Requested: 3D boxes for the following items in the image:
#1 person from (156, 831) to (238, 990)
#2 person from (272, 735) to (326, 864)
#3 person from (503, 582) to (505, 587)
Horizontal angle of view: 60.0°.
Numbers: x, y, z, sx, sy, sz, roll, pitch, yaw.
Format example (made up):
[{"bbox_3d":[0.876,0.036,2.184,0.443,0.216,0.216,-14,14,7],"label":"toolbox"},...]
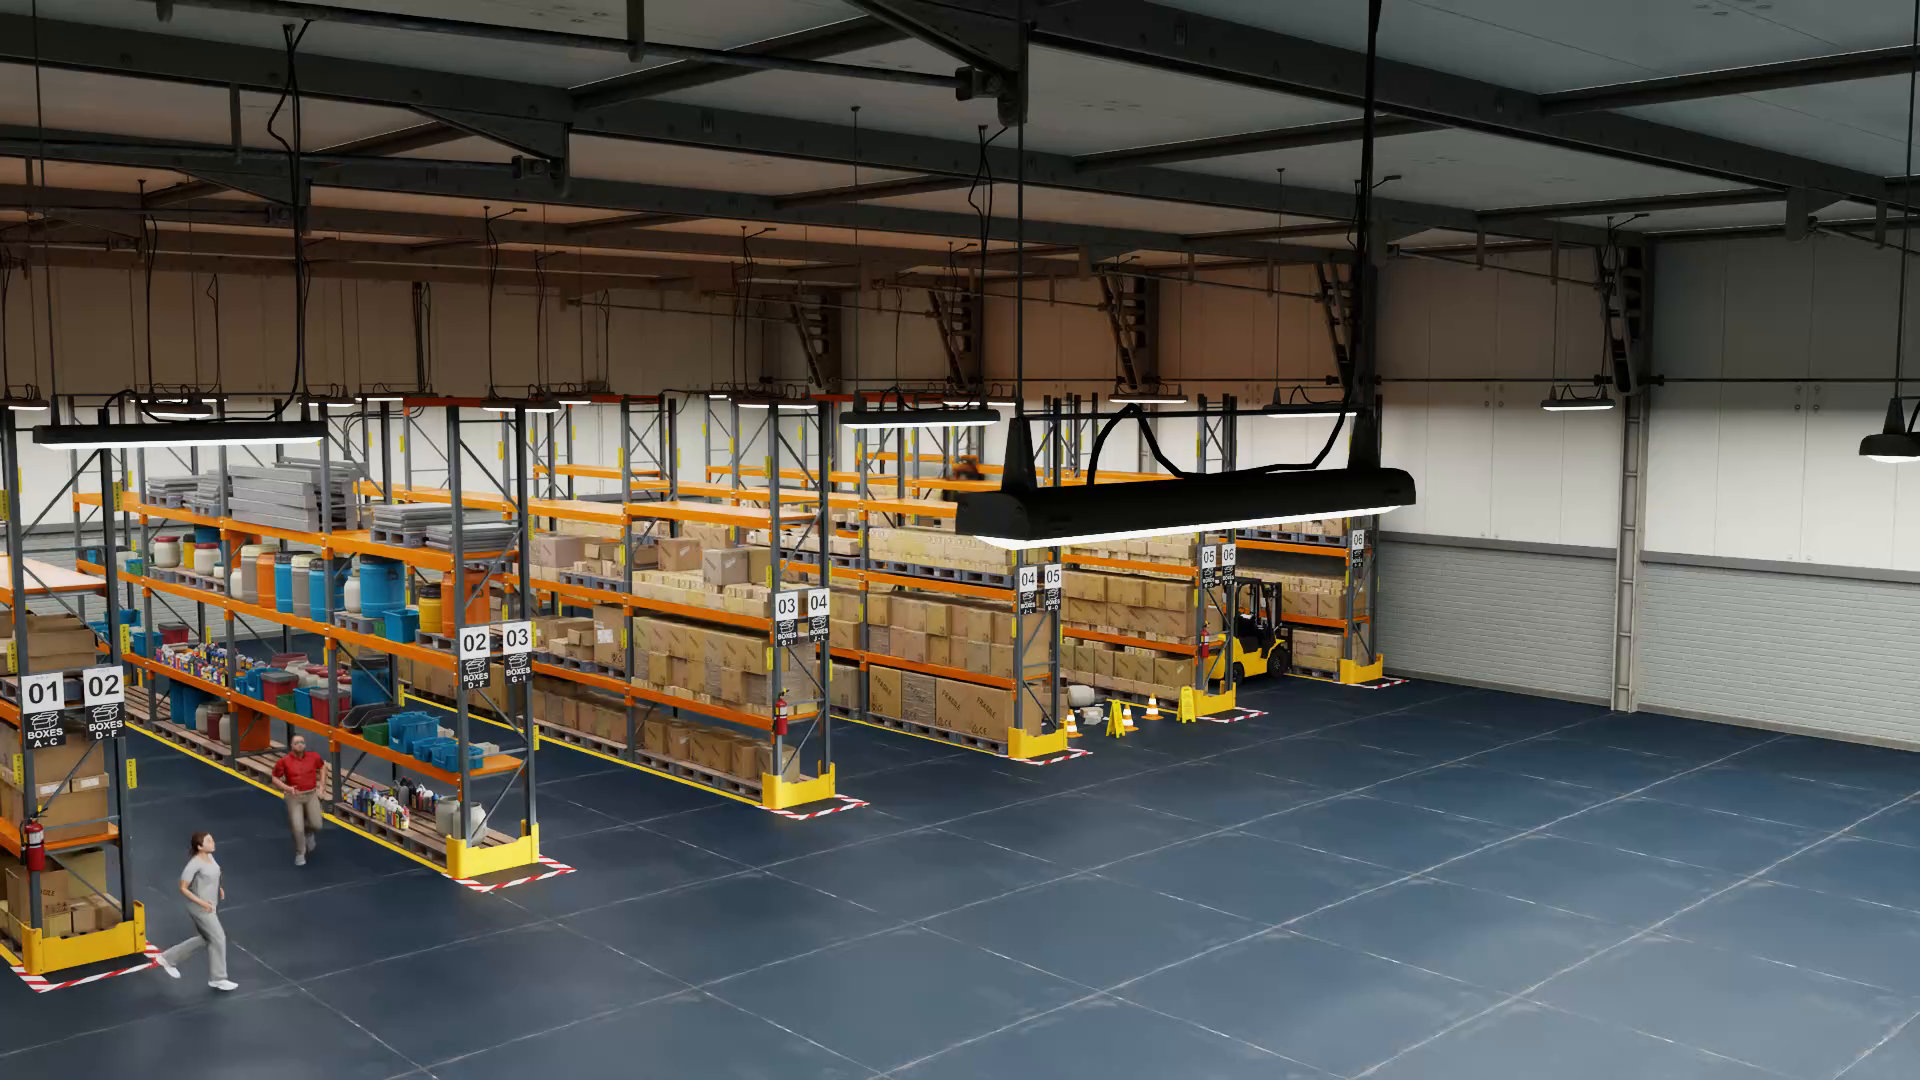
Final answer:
[{"bbox_3d":[-7.934,3.838,17.267,0.803,1.679,0.579,-1,6,-5],"label":"person"},{"bbox_3d":[-8.611,3.392,21.769,0.705,1.692,0.571,-4,7,-34],"label":"person"},{"bbox_3d":[-10.316,1.746,37.909,0.690,1.772,1.040,-4,7,-33],"label":"person"}]
